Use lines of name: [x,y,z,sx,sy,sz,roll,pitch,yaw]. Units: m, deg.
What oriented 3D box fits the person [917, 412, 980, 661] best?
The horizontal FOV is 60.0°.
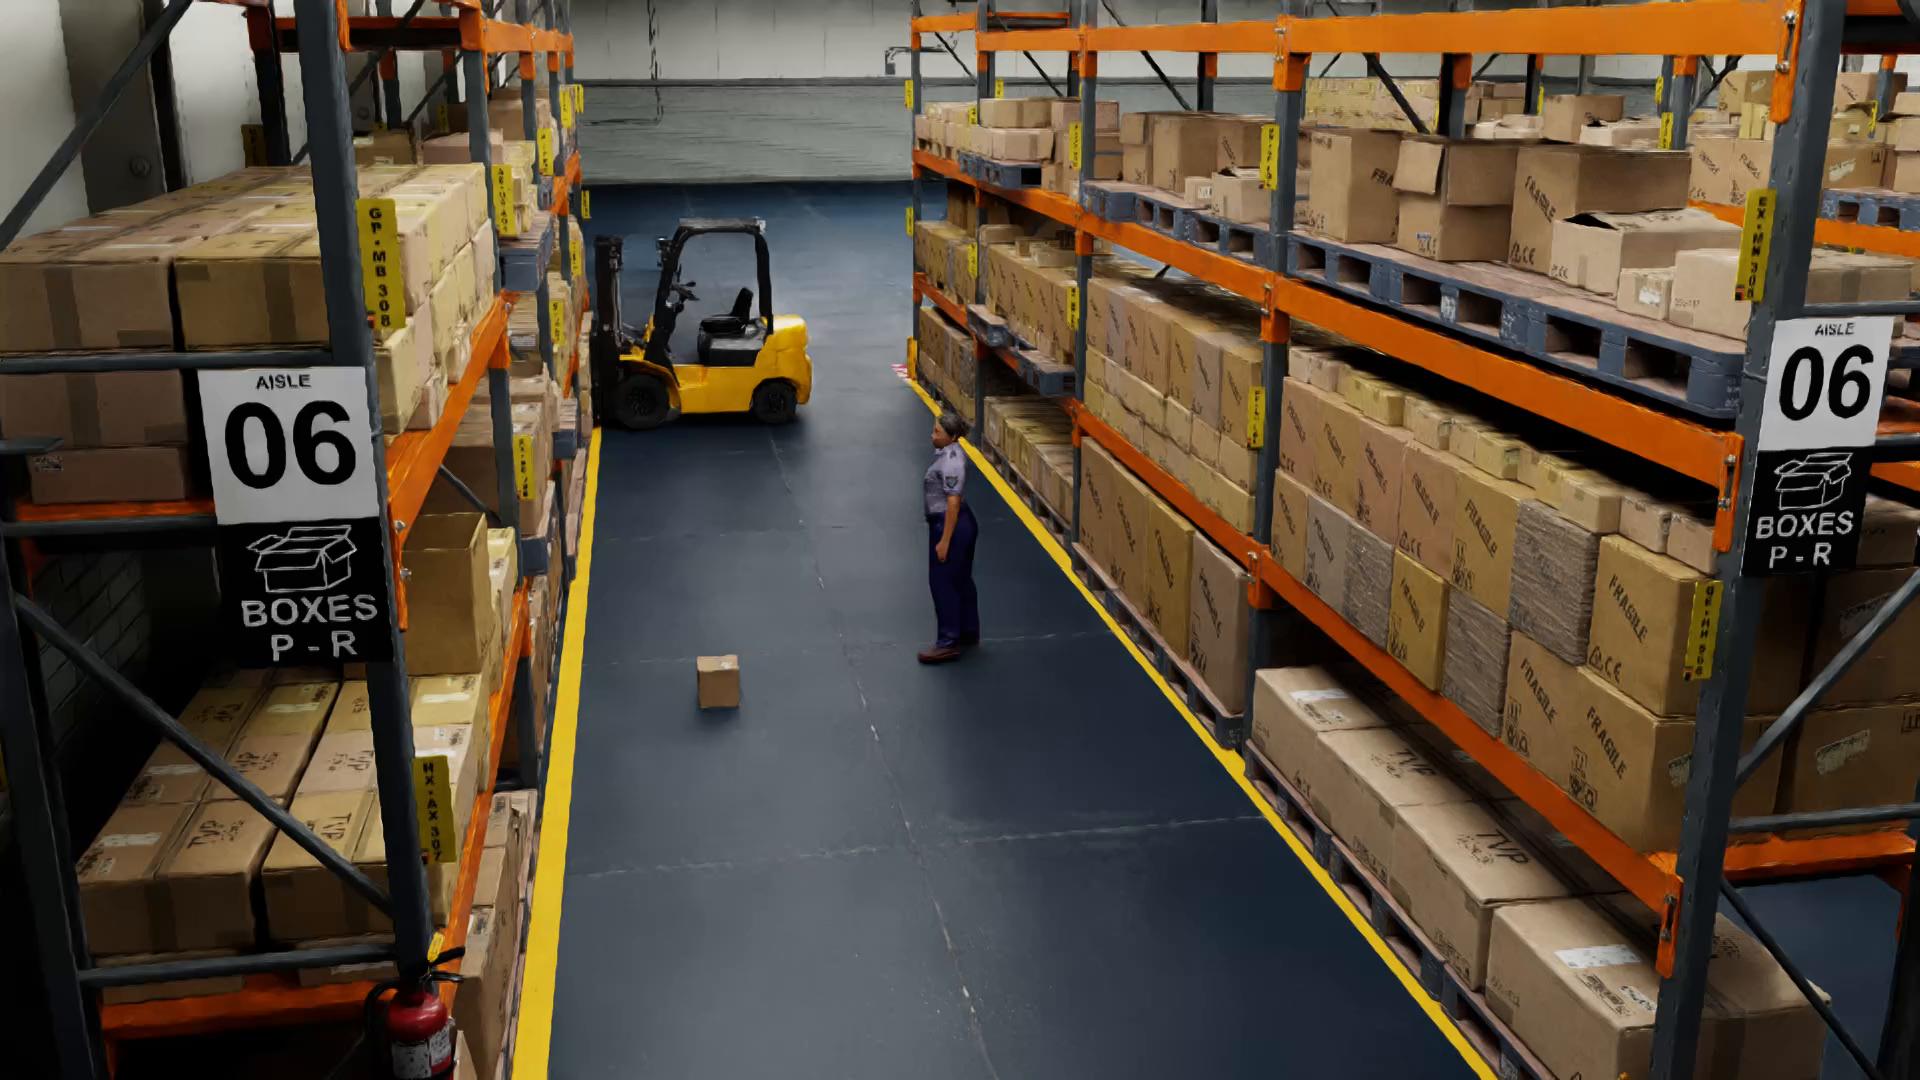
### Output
person: [-0.067,-0.041,11.165,0.383,1.647,0.566,2,17,8]
